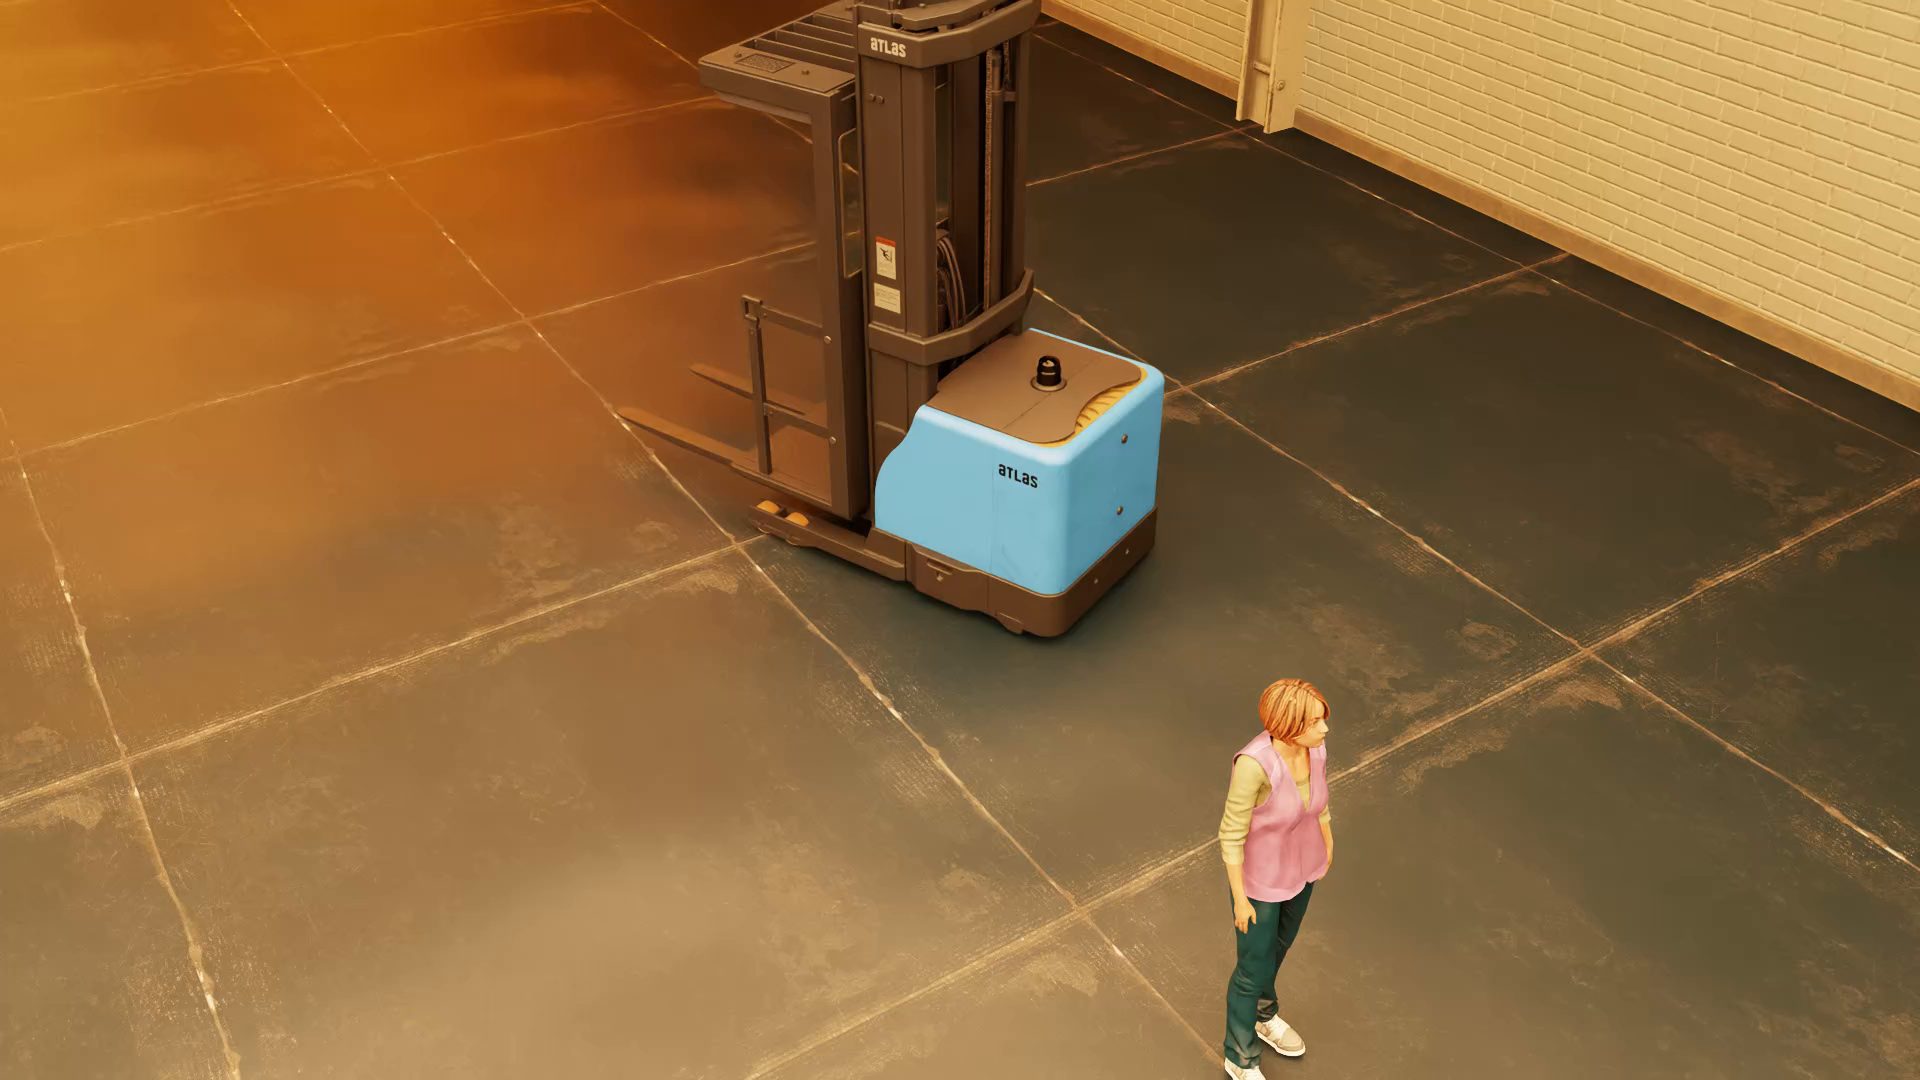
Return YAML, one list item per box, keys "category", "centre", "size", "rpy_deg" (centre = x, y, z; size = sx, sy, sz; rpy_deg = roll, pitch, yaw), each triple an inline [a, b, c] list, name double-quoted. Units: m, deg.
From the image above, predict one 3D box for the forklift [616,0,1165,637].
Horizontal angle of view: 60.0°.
- category: "forklift"
  centre: [-0.500, -1.399, 8.138]
  size: [3.031, 2.935, 1.130]
  rpy_deg: [22, 41, 28]

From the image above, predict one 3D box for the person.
- category: "person"
  centre: [1.116, 1.176, 5.622]
  size: [0.521, 1.599, 0.473]
  rpy_deg: [-26, 43, -32]
